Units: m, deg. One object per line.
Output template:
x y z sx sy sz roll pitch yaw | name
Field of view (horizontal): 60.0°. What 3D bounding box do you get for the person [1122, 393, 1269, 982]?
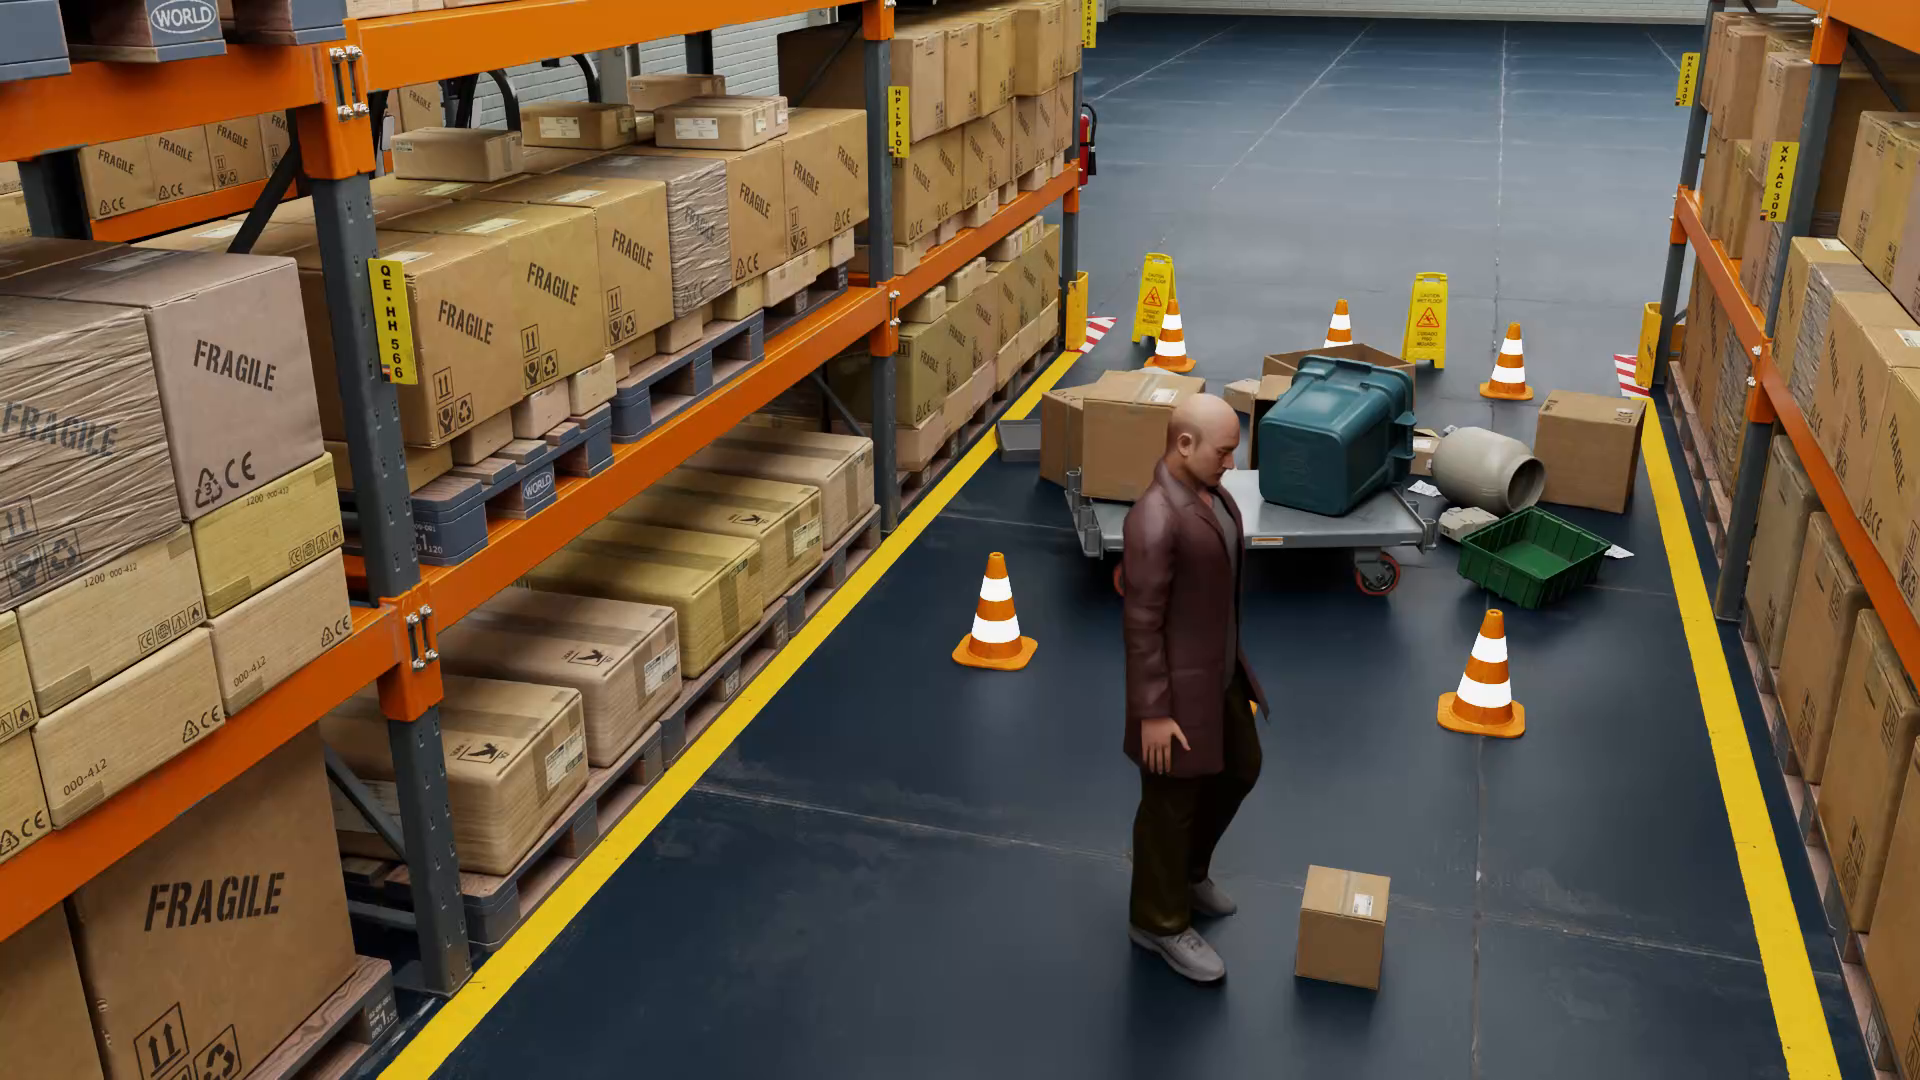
0.693 0.443 4.985 0.437 1.809 0.676 11 24 25 | person
